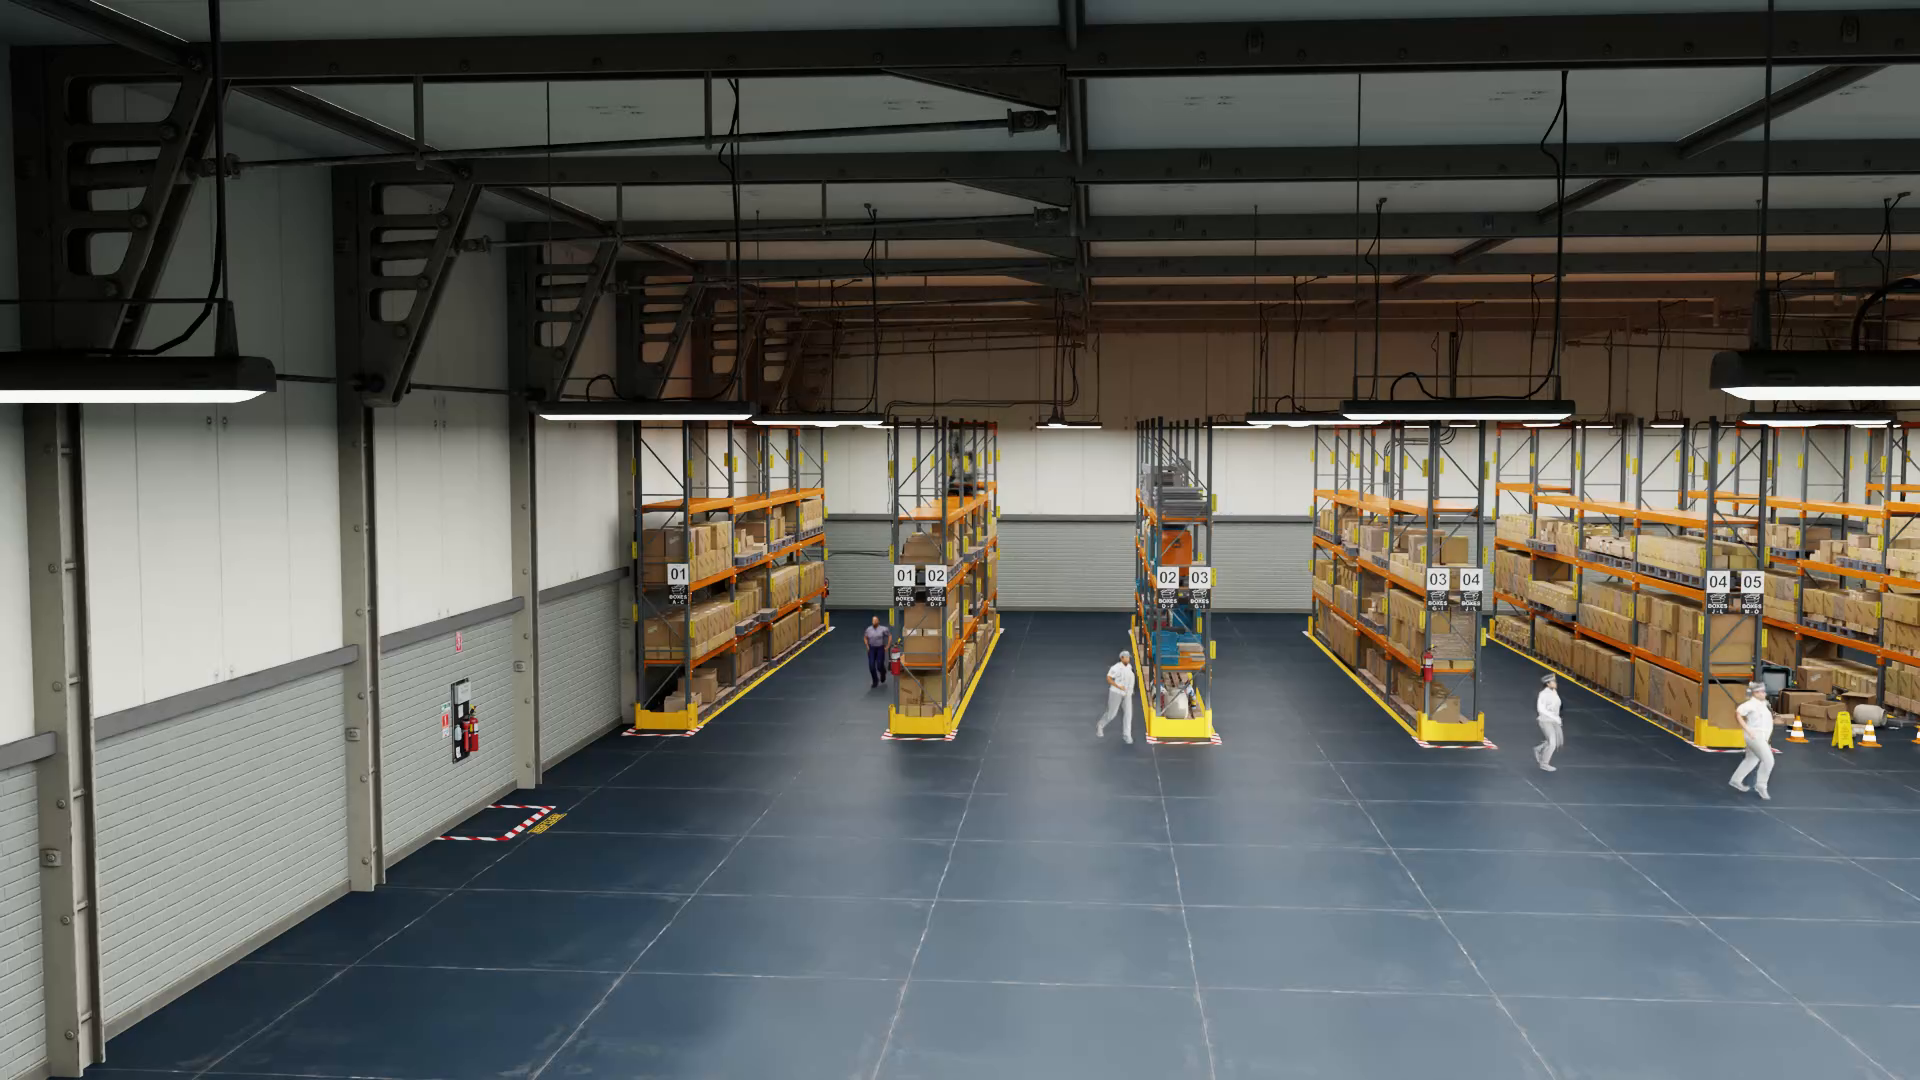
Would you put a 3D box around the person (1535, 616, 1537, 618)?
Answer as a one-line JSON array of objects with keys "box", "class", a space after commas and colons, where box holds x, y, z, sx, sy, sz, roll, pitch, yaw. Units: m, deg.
[{"box": [16.273, 1.779, 47.195, 0.591, 1.718, 0.692, 0, 4, 2], "class": "person"}]

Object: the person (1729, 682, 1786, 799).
[{"box": [12.511, 3.147, 26.117, 0.791, 1.851, 0.638, 3, 5, 37], "class": "person"}]

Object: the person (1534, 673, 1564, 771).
[{"box": [9.954, 3.063, 28.095, 0.577, 1.646, 0.663, 4, 5, 45], "class": "person"}]

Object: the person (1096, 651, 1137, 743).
[{"box": [3.007, 2.883, 30.852, 0.694, 1.650, 0.923, -2, 4, -31], "class": "person"}]

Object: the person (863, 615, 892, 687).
[{"box": [-1.861, 2.502, 37.312, 0.640, 1.586, 0.571, 0, 4, 7], "class": "person"}]
